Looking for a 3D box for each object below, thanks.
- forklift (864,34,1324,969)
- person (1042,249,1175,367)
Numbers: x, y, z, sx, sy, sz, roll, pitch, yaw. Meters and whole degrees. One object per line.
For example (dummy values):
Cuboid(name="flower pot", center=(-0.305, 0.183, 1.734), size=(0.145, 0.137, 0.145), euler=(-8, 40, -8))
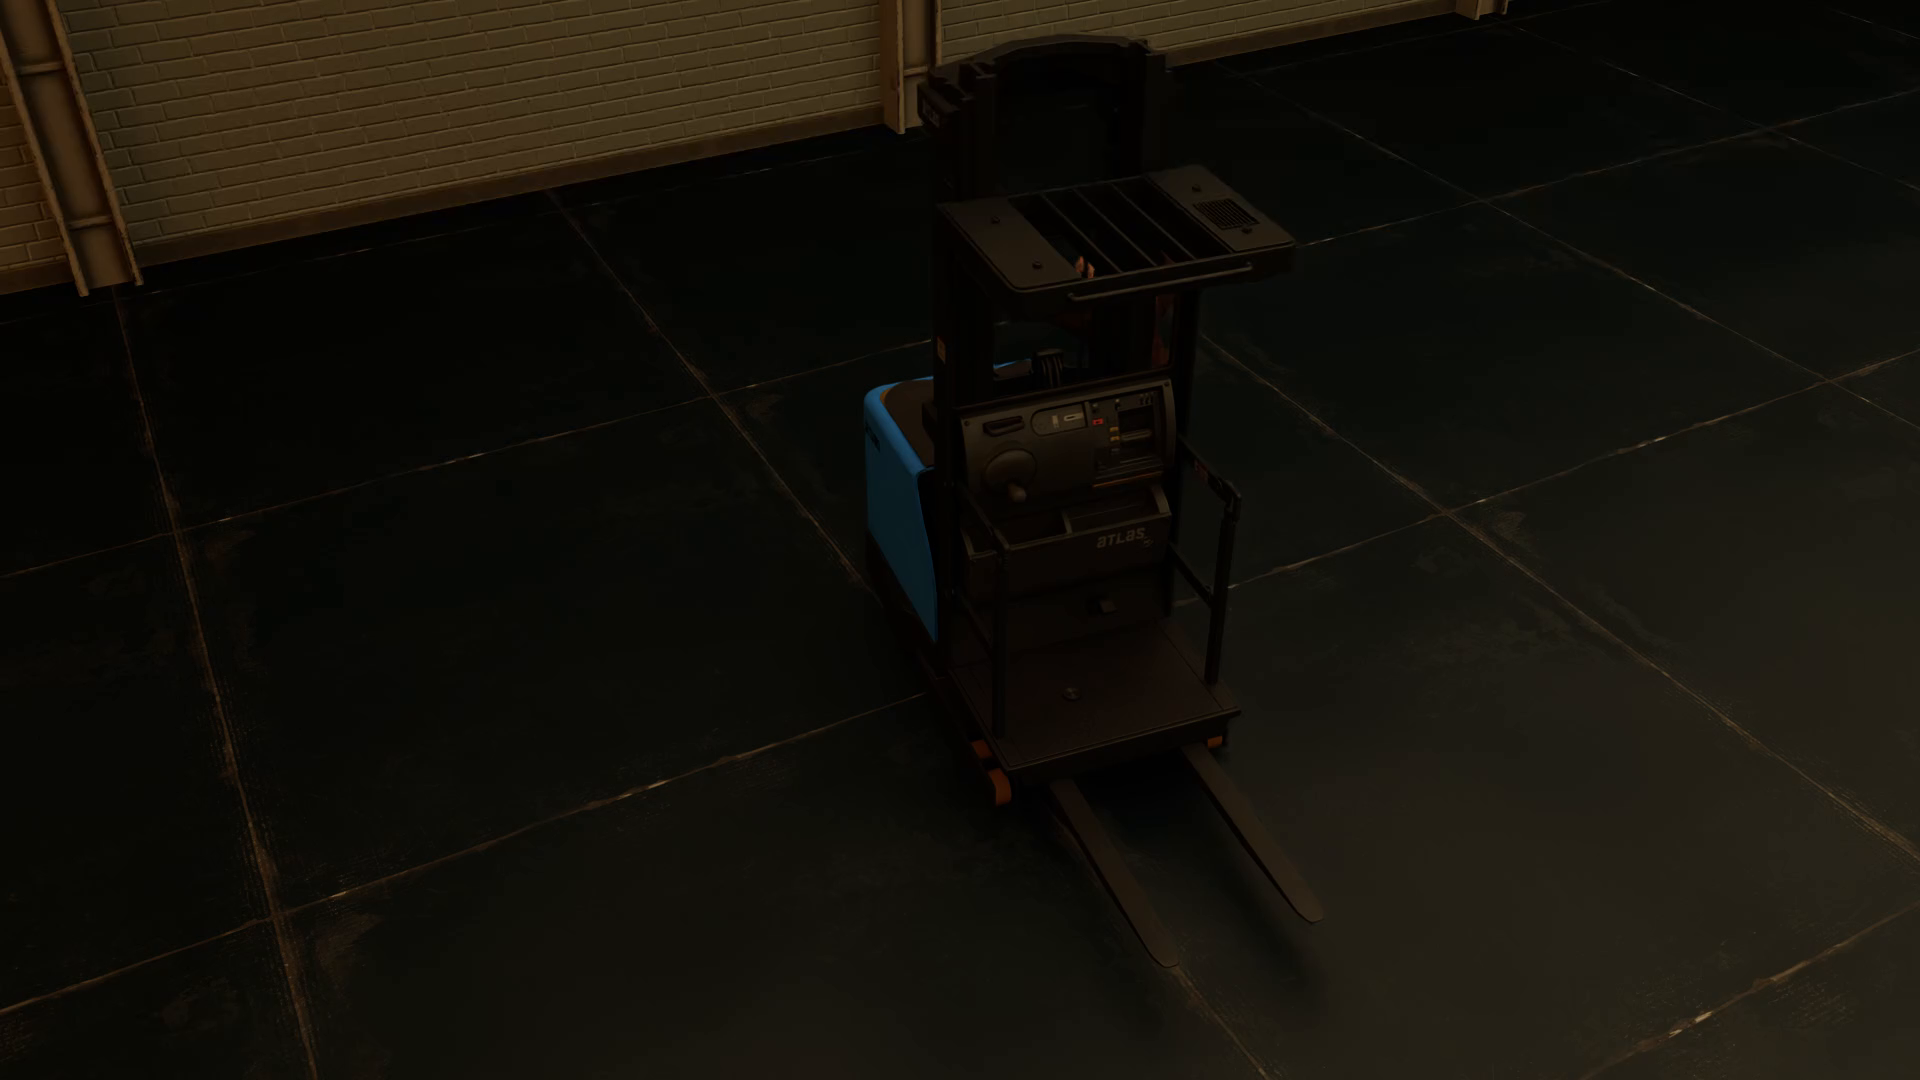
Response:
Cuboid(name="forklift", center=(0.525, -0.338, 6.602), size=(1.130, 2.935, 3.031), euler=(-12, 37, -17))
Cuboid(name="person", center=(0.751, -1.040, 8.777), size=(0.892, 1.638, 1.169), euler=(-24, 42, -30))
